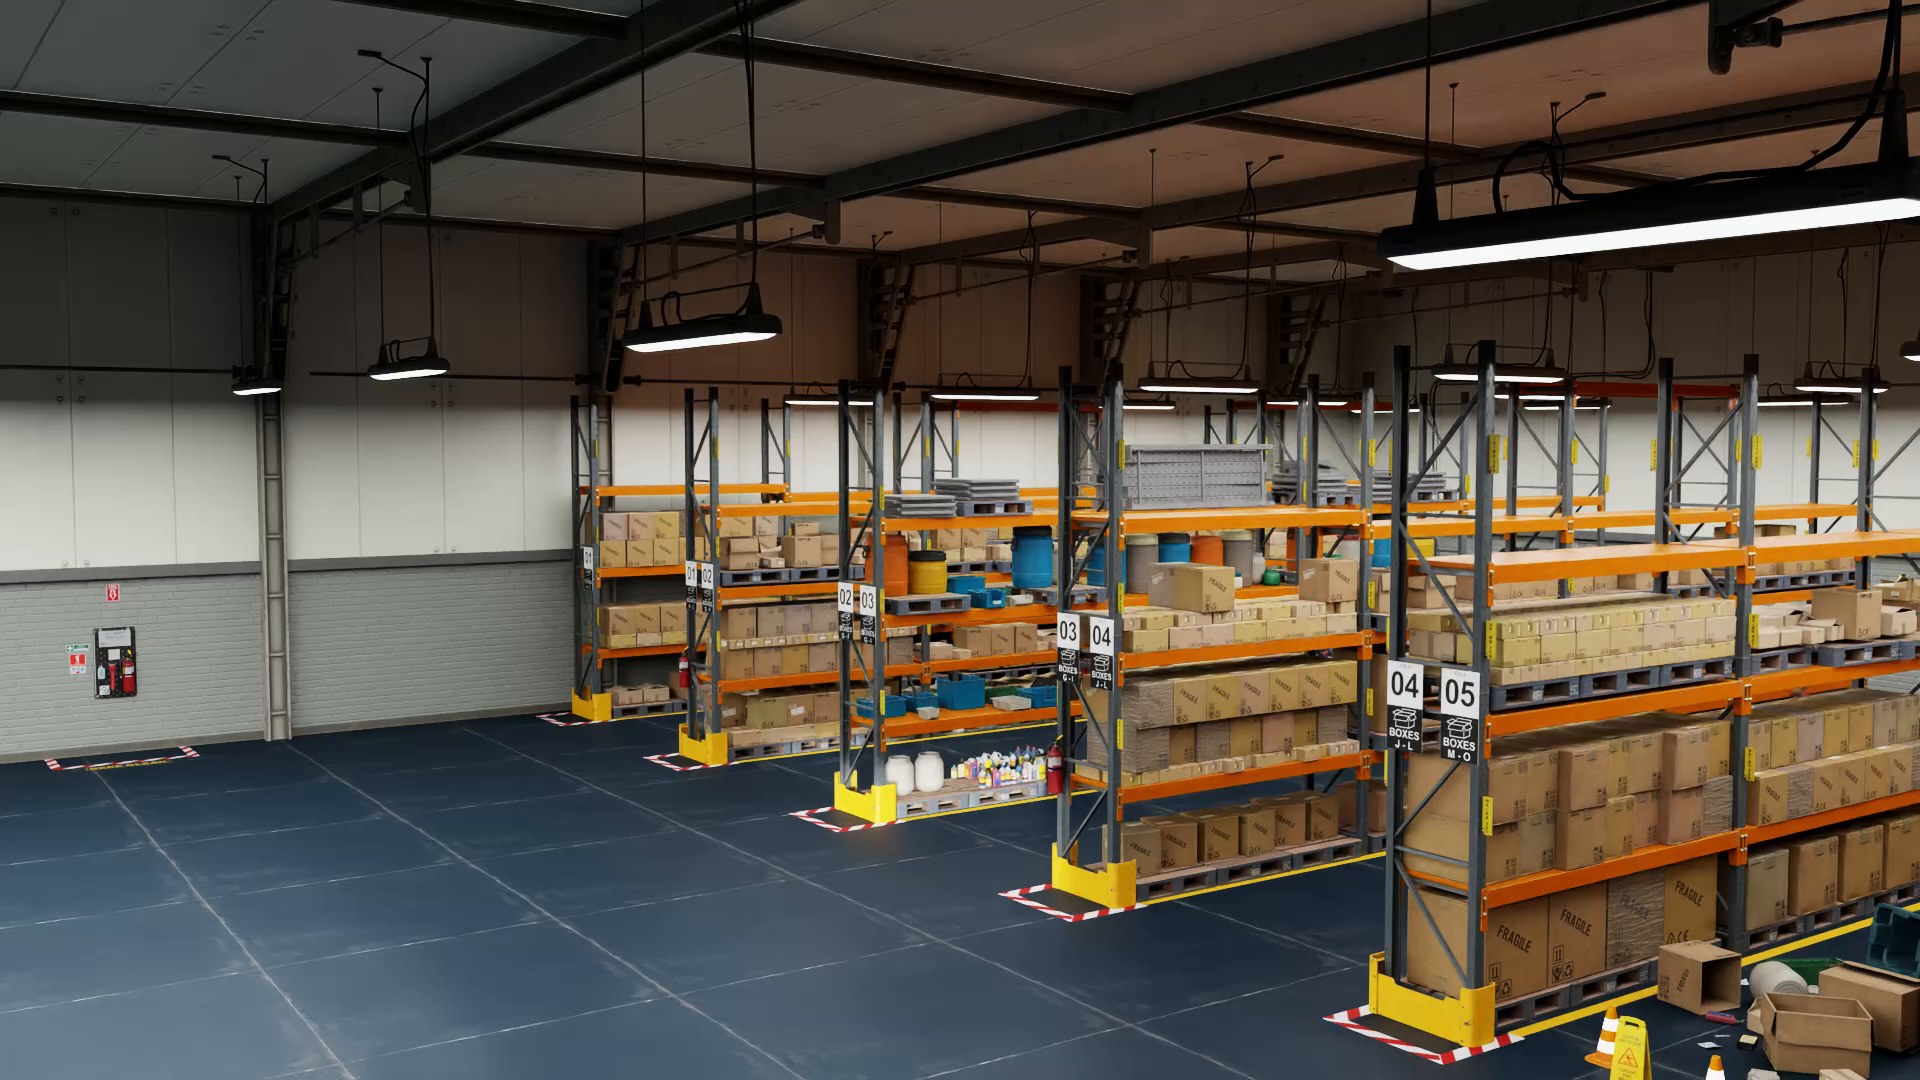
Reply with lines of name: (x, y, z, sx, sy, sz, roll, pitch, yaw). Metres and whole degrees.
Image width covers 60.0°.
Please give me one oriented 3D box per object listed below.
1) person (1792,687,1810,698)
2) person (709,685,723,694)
person: (12.600, 2.872, 24.593, 0.703, 1.634, 0.716, -2, 4, -26)
person: (-4.267, 2.566, 29.191, 0.448, 1.673, 0.519, -2, 4, -26)
